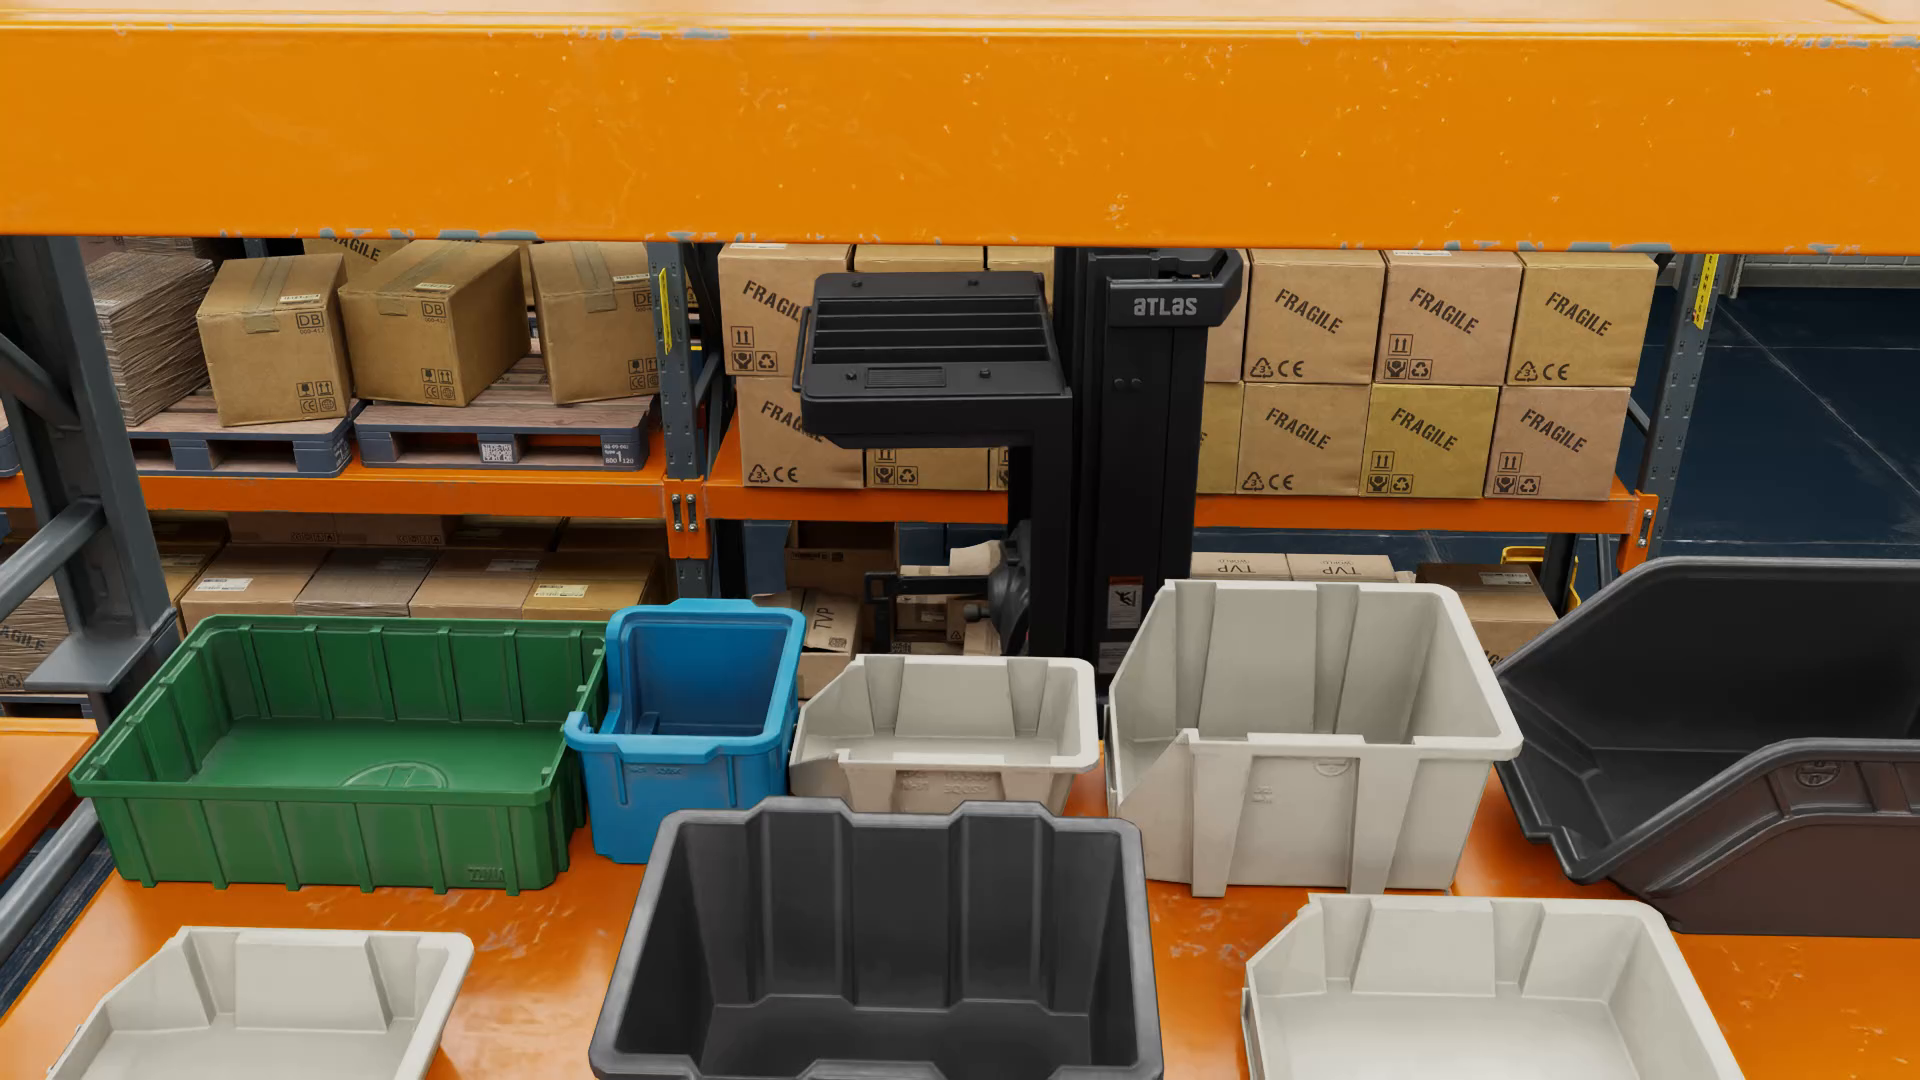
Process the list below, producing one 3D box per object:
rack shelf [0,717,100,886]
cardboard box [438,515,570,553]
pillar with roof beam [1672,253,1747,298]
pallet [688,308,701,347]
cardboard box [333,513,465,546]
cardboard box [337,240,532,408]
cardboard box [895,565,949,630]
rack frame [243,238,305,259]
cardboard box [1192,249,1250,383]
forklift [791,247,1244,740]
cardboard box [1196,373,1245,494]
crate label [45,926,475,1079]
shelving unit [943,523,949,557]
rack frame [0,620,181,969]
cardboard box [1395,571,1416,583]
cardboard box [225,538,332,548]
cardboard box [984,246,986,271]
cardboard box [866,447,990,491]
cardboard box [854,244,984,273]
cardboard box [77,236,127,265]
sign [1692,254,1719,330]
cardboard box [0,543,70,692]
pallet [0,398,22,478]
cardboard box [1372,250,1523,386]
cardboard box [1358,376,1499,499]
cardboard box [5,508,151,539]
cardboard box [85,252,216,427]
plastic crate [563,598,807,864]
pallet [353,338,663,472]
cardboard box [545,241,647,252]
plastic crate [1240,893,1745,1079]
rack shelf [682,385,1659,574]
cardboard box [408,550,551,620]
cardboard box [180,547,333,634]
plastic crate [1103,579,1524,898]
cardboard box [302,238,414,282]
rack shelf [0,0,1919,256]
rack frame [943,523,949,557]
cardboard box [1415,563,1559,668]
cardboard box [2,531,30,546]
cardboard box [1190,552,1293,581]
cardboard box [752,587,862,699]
[{"bbox_3d":[-3.311,0.637,2.411,4.000,0.370,1.077,1,28,2],"label":"rack shelf"},{"bbox_3d":[-2.142,0.144,7.976,0.500,0.500,0.500,1,28,3],"label":"cardboard box"},{"bbox_3d":[5.612,-3.889,6.979,0.400,9.000,9.100,1,28,2],"label":"pillar with roof beam"},{"bbox_3d":[-1.736,-1.705,12.241,1.213,0.211,1.003,1,28,2],"label":"pallet"},{"bbox_3d":[-2.608,-0.201,7.824,0.500,0.250,0.500,1,28,2],"label":"cardboard box"},{"bbox_3d":[-2.289,-0.965,7.312,0.500,0.500,0.700,5,28,10],"label":"cardboard box"},{"bbox_3d":[-0.177,0.279,8.095,0.250,0.149,0.380,1,28,2],"label":"cardboard box"},{"bbox_3d":[-4.960,-3.026,11.755,0.127,3.000,1.000,1,28,2],"label":"rack frame"},{"bbox_3d":[0.873,-0.962,6.688,0.500,0.500,0.500,2,28,3],"label":"cardboard box"},{"bbox_3d":[-0.009,0.253,5.644,3.031,2.935,1.130,-1,28,-2],"label":"forklift"},{"bbox_3d":[0.886,-0.525,6.931,0.500,0.500,0.500,1,28,1],"label":"cardboard box"},{"bbox_3d":[-0.833,0.612,1.971,0.466,0.136,0.293,1,28,2],"label":"crate label"},{"bbox_3d":[0.165,-0.925,8.753,0.503,2.100,0.431,1,28,2],"label":"shelving unit"},{"bbox_3d":[-1.312,1.678,2.883,0.127,3.000,1.000,1,28,2],"label":"rack frame"},{"bbox_3d":[2.208,0.311,8.016,0.250,0.166,0.380,1,28,2],"label":"cardboard box"},{"bbox_3d":[-3.146,0.123,8.014,0.500,0.500,0.500,0,28,0],"label":"cardboard box"},{"bbox_3d":[-0.107,-1.232,7.198,0.500,0.500,0.500,0,28,1],"label":"cardboard box"},{"bbox_3d":[-0.122,-0.542,6.963,0.500,0.500,0.500,1,28,3],"label":"cardboard box"},{"bbox_3d":[-0.157,-0.979,6.720,0.500,0.500,0.500,0,28,0],"label":"cardboard box"},{"bbox_3d":[-6.192,-2.166,12.333,0.500,0.500,0.700,1,28,2],"label":"cardboard box"},{"bbox_3d":[2.824,-0.966,6.297,0.005,0.325,0.100,1,28,2],"label":"sign"},{"bbox_3d":[-4.163,0.350,7.586,0.500,0.500,0.500,0,28,0],"label":"cardboard box"},{"bbox_3d":[-4.451,-0.644,7.467,1.003,0.211,1.213,1,28,2],"label":"pallet"},{"bbox_3d":[1.904,-0.947,6.660,0.500,0.500,0.500,2,28,3],"label":"cardboard box"},{"bbox_3d":[1.888,-0.506,6.895,0.500,0.500,0.500,1,28,2],"label":"cardboard box"},{"bbox_3d":[-4.132,-0.224,7.868,0.500,0.250,0.500,2,28,4],"label":"cardboard box"},{"bbox_3d":[-3.590,-0.875,7.142,0.500,0.500,0.700,6,29,11],"label":"cardboard box"},{"bbox_3d":[-0.391,0.292,2.473,0.300,0.233,0.416,1,28,2],"label":"plastic crate"},{"bbox_3d":[-1.928,-0.620,7.423,1.213,0.211,1.003,1,28,2],"label":"pallet"},{"bbox_3d":[-2.505,-2.159,11.966,0.750,0.750,0.750,2,28,3],"label":"cardboard box"},{"bbox_3d":[0.612,0.617,1.962,0.530,0.136,0.437,1,28,2],"label":"plastic crate"},{"bbox_3d":[0.865,-0.290,7.362,4.000,0.370,1.077,1,28,2],"label":"rack shelf"},{"bbox_3d":[-2.131,0.383,7.524,0.500,0.500,0.500,1,28,2],"label":"cardboard box"},{"bbox_3d":[-3.140,0.367,7.554,0.500,0.500,0.500,0,28,0],"label":"cardboard box"},{"bbox_3d":[0.481,0.290,2.425,0.530,0.282,0.437,1,28,2],"label":"plastic crate"},{"bbox_3d":[-4.230,-2.188,12.022,0.750,0.750,0.750,1,28,1],"label":"cardboard box"},{"bbox_3d":[0.687,-0.445,1.677,4.000,0.370,1.077,1,28,2],"label":"rack shelf"},{"bbox_3d":[-0.078,-0.929,8.761,0.015,2.100,0.400,1,28,2],"label":"rack frame"},{"bbox_3d":[2.312,0.442,7.413,0.500,0.500,0.500,1,28,2],"label":"cardboard box"},{"bbox_3d":[-4.188,0.109,8.042,0.500,0.500,0.500,2,28,4],"label":"cardboard box"},{"bbox_3d":[1.331,0.287,7.971,0.500,0.250,0.500,1,28,2],"label":"cardboard box"},{"bbox_3d":[-0.722,0.461,7.579,0.500,0.311,0.500,1,28,2],"label":"cardboard box"}]
